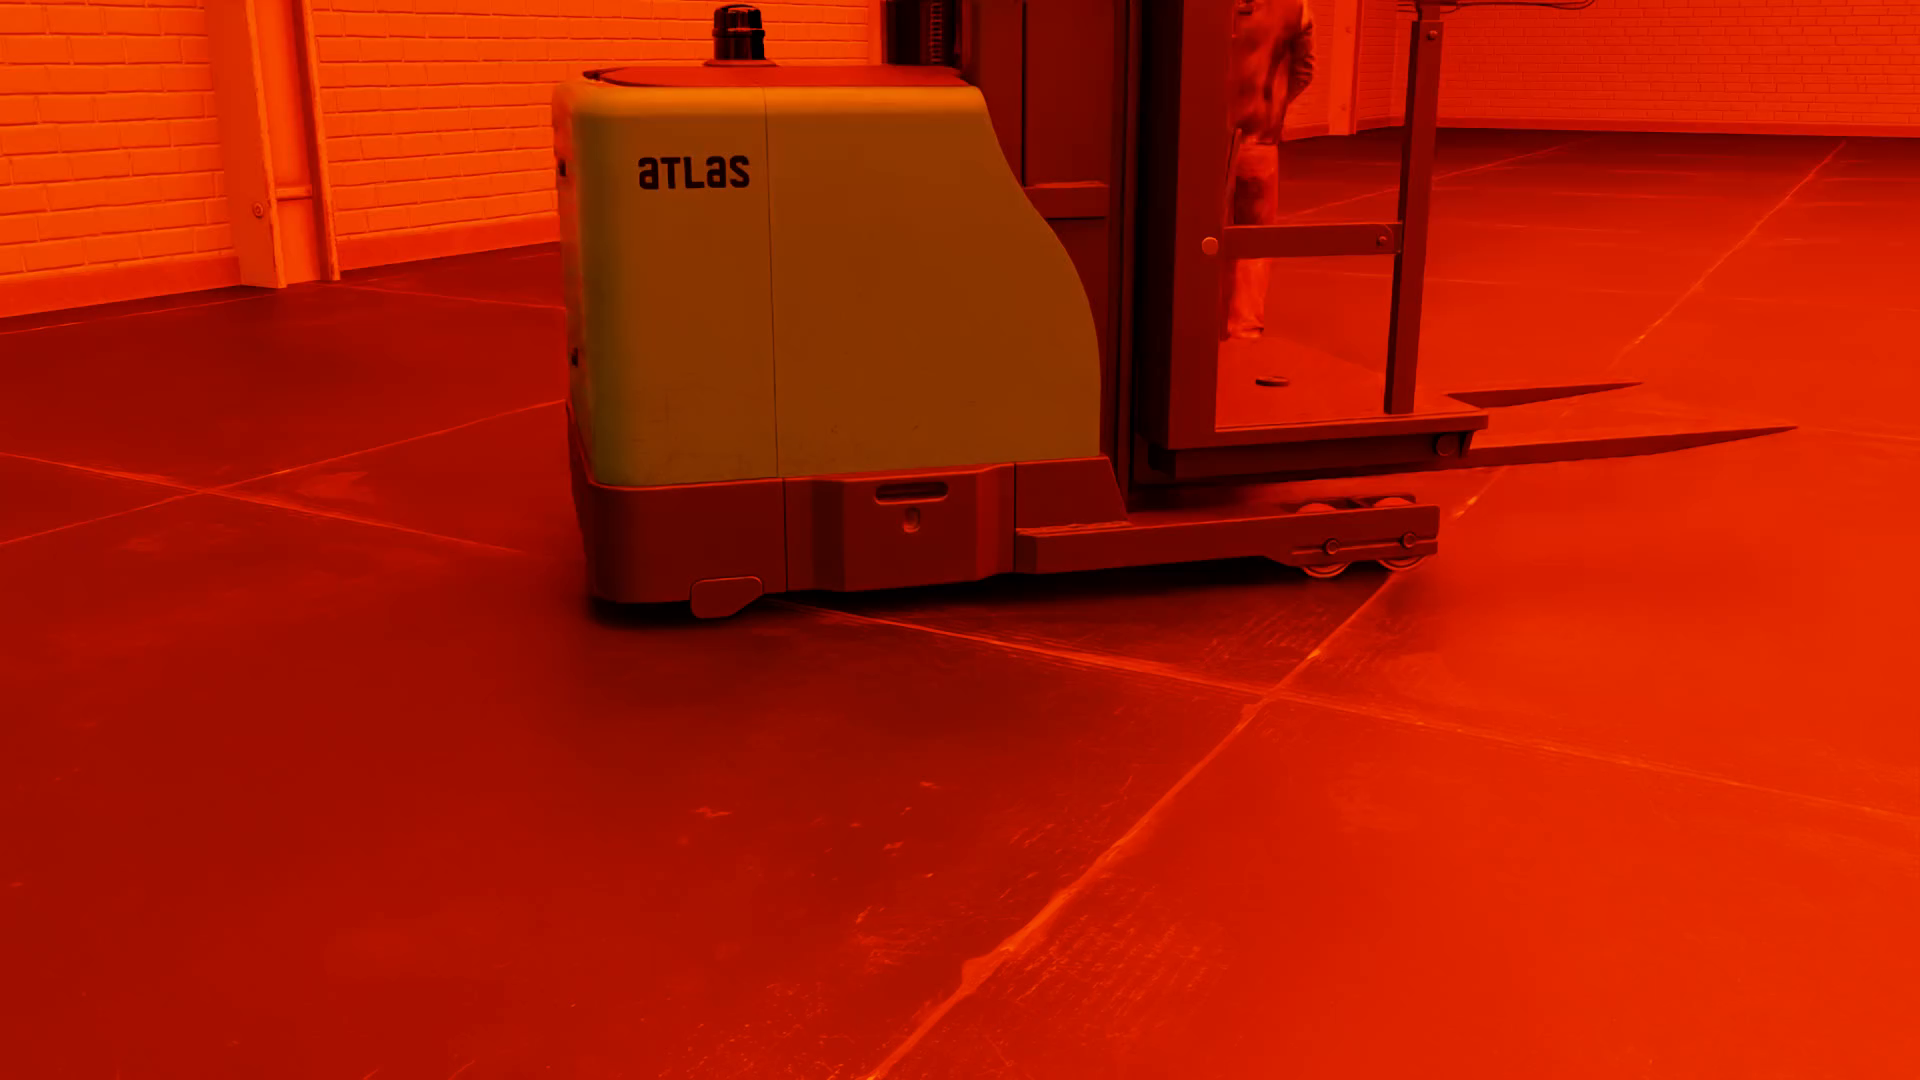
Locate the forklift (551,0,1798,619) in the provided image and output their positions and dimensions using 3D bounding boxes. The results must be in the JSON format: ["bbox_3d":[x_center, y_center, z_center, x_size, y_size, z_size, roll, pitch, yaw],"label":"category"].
[{"bbox_3d":[0.594,-1.459,3.806,3.031,2.935,1.130,-5,17,-15],"label":"forklift"}]

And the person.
[{"bbox_3d":[0.979,-1.478,6.194,0.699,1.669,0.707,0,16,0],"label":"person"}]
